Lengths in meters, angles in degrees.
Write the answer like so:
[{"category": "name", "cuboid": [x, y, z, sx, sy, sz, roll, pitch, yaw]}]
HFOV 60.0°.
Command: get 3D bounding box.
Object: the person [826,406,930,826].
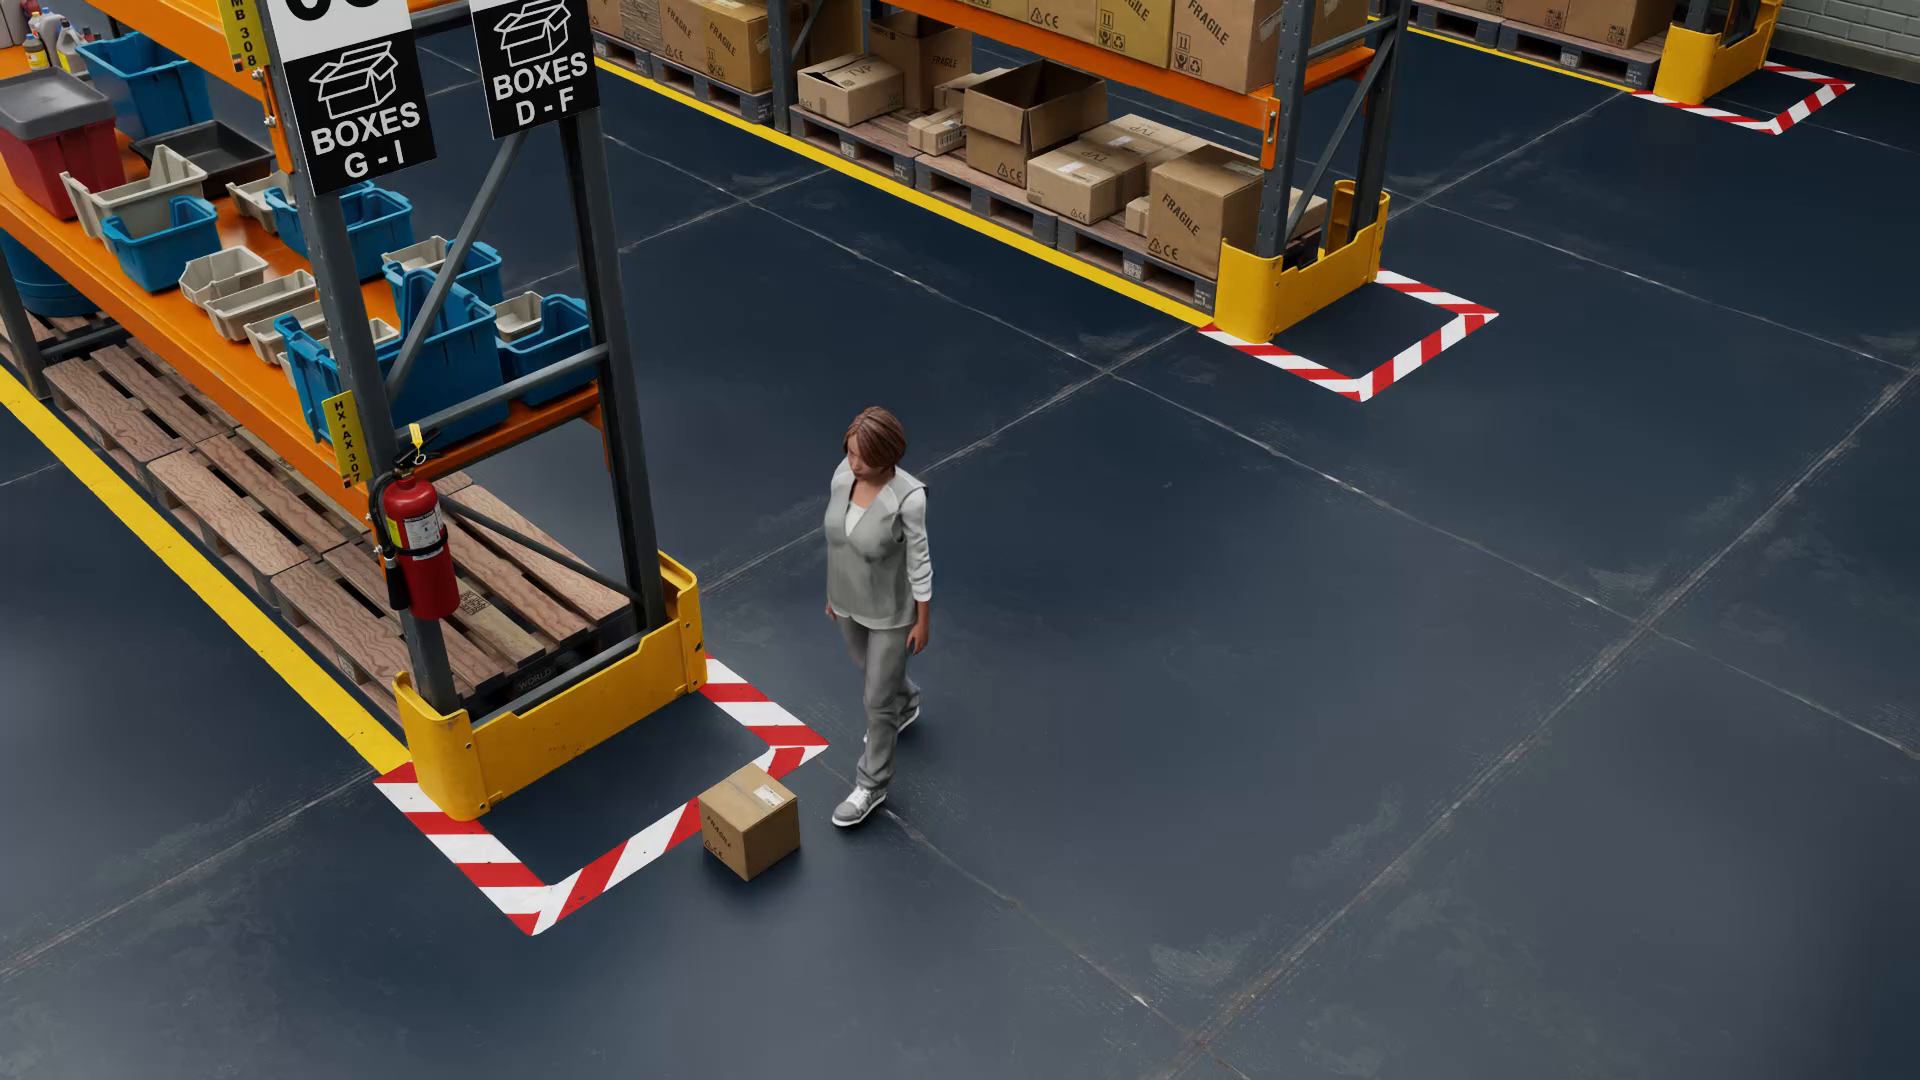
[{"category": "person", "cuboid": [-0.303, 0.235, 5.813, 0.421, 1.586, 0.659, 25, 43, 30]}]
